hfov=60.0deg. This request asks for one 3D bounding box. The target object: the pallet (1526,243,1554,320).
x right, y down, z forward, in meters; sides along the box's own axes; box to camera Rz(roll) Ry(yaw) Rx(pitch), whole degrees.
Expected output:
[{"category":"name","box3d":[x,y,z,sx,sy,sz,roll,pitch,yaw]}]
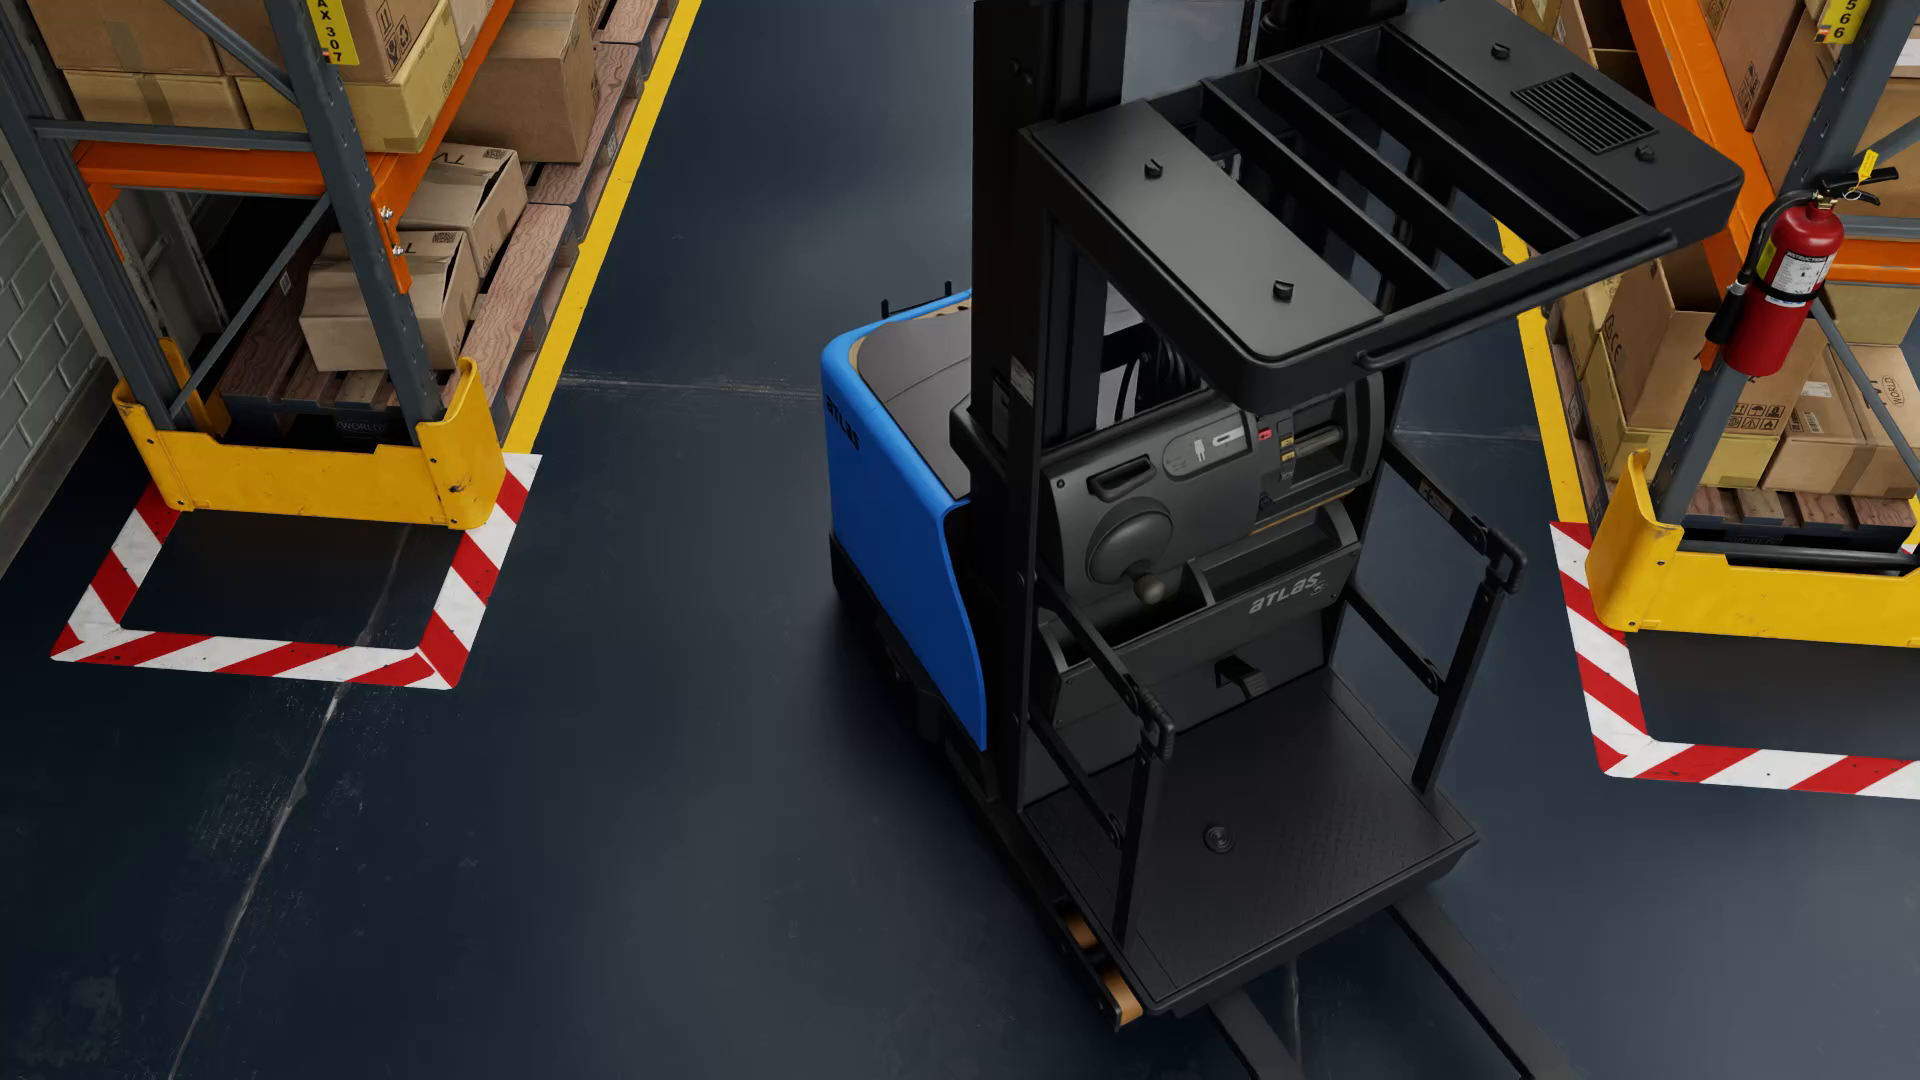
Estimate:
[{"category":"pallet","box3d":[2.847,-1.341,6.833,1.003,0.211,1.213,4,48,4]}]

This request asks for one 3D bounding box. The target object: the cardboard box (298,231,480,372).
[{"category":"cardboard box","box3d":[-2.076,-0.897,6.062,0.500,0.311,0.500,-1,48,-1]}]

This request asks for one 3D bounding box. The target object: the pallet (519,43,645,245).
[{"category":"pallet","box3d":[-1.998,-1.757,7.214,1.003,0.211,1.213,4,48,4]}]

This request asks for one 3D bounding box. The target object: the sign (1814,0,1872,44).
[{"category":"sign","box3d":[2.166,-1.341,3.998,0.100,0.325,0.005,4,48,4]}]

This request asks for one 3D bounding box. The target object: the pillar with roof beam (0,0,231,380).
[{"category":"pillar with roof beam","box3d":[1.261,-3.462,2.818,9.100,9.000,0.400,4,48,4]}]

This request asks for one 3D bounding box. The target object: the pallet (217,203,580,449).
[{"category":"pallet","box3d":[-2.112,-0.863,6.396,1.003,0.211,1.213,4,48,4]}]

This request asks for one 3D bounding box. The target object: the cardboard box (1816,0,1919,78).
[{"category":"cardboard box","box3d":[2.550,-1.370,4.463,0.380,0.149,0.250,3,48,3]}]

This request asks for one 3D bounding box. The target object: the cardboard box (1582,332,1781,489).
[{"category":"cardboard box","box3d":[2.460,-0.451,5.709,0.500,0.250,0.500,4,48,4]}]

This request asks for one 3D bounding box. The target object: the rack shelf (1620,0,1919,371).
[{"category":"rack shelf","box3d":[2.887,-2.050,6.080,1.077,0.370,4.000,4,48,4]}]

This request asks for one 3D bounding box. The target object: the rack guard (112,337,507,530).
[{"category":"rack guard","box3d":[-2.221,-0.366,5.746,1.175,0.500,0.348,4,48,4]}]

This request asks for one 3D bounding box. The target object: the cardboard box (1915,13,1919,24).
[{"category":"cardboard box","box3d":[2.765,-1.676,4.303,0.700,0.500,0.500,4,48,4]}]

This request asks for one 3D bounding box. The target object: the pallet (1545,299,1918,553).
[{"category":"pallet","box3d":[2.733,-0.447,6.016,1.003,0.211,1.213,4,48,4]}]

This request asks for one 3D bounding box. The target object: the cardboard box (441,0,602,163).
[{"category":"cardboard box","box3d":[-1.907,-1.916,6.865,0.700,0.500,0.500,1,48,1]}]

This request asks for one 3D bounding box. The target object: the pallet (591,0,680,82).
[{"category":"pallet","box3d":[-1.890,-2.656,8.036,1.003,0.211,1.213,4,48,4]}]

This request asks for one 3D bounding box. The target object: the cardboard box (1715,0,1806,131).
[{"category":"cardboard box","box3d":[2.803,-1.586,5.100,0.700,0.500,0.500,5,48,5]}]

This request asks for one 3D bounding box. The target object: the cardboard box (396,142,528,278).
[{"category":"cardboard box","box3d":[-2.024,-1.316,6.445,0.500,0.311,0.500,7,48,7]}]

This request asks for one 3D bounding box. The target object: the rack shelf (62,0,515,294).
[{"category":"rack shelf","box3d":[-2.046,-2.381,6.382,1.077,0.370,4.000,4,48,4]}]

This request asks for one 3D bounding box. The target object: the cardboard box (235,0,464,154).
[{"category":"cardboard box","box3d":[-1.868,-1.447,5.129,0.500,0.250,0.500,3,48,2]}]

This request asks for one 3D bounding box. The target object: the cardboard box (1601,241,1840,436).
[{"category":"cardboard box","box3d":[2.458,-0.704,5.432,0.500,0.500,0.500,4,48,4]}]

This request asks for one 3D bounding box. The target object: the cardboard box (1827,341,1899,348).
[{"category":"cardboard box","box3d":[3.017,-0.784,6.013,0.500,0.250,0.500,4,48,4]}]

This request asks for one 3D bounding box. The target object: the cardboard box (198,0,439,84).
[{"category":"cardboard box","box3d":[-1.885,-1.694,4.846,0.500,0.500,0.500,4,48,4]}]

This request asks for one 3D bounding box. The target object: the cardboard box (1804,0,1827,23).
[{"category":"cardboard box","box3d":[2.573,-1.562,4.639,0.380,0.149,0.250,5,48,5]}]

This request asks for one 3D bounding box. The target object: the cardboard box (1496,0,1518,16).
[{"category":"cardboard box","box3d":[2.675,-2.289,7.390,0.500,0.250,0.500,4,48,4]}]

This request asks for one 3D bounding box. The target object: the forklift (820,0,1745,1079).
[{"category":"forklift","box3d":[0.728,-0.060,3.819,1.130,2.935,3.031,-22,51,-19]}]

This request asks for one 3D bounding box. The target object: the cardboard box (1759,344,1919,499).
[{"category":"cardboard box","box3d":[2.976,-0.416,5.677,0.500,0.250,0.500,4,48,4]}]

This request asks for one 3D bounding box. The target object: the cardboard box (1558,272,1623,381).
[{"category":"cardboard box","box3d":[2.493,-0.819,6.045,0.500,0.250,0.500,4,48,4]}]

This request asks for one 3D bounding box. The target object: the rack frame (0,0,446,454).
[{"category":"rack frame","box3d":[-2.228,-1.154,4.772,1.000,3.000,0.127,4,48,4]}]

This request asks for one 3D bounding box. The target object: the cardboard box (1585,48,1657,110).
[{"category":"cardboard box","box3d":[2.534,-1.440,6.105,0.500,0.500,0.500,4,48,4]}]

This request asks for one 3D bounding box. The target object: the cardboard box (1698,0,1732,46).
[{"category":"cardboard box","box3d":[2.854,-1.950,5.433,0.700,0.500,0.500,4,48,4]}]

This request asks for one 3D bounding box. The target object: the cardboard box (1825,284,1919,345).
[{"category":"cardboard box","box3d":[3.019,-1.037,5.736,0.500,0.500,0.500,4,48,4]}]

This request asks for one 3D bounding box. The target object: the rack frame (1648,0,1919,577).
[{"category":"rack frame","box3d":[2.705,-0.823,4.470,1.000,3.000,0.127,4,48,4]}]

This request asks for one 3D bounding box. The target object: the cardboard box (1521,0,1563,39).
[{"category":"cardboard box","box3d":[2.625,-2.175,6.777,0.500,0.500,0.500,4,48,4]}]

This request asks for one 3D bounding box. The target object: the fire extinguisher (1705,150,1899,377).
[{"category":"fire extinguisher","box3d":[2.232,-0.742,4.448,0.296,0.674,0.183,4,48,4]}]

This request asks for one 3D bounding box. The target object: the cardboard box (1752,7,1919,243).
[{"category":"cardboard box","box3d":[2.760,-1.199,4.746,0.700,0.500,0.500,4,48,4]}]

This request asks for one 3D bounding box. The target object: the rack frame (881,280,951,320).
[{"category":"rack frame","box3d":[-0.138,-0.484,5.583,0.240,0.900,0.006,-19,50,-16]}]

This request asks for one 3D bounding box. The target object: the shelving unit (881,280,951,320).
[{"category":"shelving unit","box3d":[-0.096,-0.416,5.520,0.258,0.900,0.210,-19,50,-16]}]

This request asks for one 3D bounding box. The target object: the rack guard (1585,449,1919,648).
[{"category":"rack guard","box3d":[2.703,0.038,5.377,1.175,0.500,0.348,4,48,4]}]

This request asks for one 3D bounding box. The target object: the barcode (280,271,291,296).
[{"category":"barcode","box3d":[-2.472,-0.940,6.095,0.001,0.075,0.075,4,48,4]}]

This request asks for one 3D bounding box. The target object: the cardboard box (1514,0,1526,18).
[{"category":"cardboard box","box3d":[2.678,-2.542,7.113,0.500,0.500,0.500,4,48,4]}]

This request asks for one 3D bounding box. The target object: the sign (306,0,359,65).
[{"category":"sign","box3d":[-1.688,-1.410,4.420,0.100,0.325,0.005,4,48,4]}]

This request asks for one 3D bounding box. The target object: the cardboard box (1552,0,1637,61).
[{"category":"cardboard box","box3d":[2.581,-1.807,6.441,0.500,0.500,0.500,4,48,4]}]

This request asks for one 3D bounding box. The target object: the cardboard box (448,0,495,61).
[{"category":"cardboard box","box3d":[-1.835,-1.830,5.479,0.500,0.250,0.500,3,48,2]}]

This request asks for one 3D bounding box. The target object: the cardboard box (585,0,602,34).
[{"category":"cardboard box","box3d":[-1.919,-2.633,7.521,0.500,0.500,0.500,1,48,1]}]

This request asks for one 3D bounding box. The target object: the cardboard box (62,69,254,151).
[{"category":"cardboard box","box3d":[-2.379,-1.466,5.147,0.500,0.250,0.500,4,48,4]}]

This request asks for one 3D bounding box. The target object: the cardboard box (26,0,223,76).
[{"category":"cardboard box","box3d":[-2.397,-1.724,4.874,0.500,0.500,0.500,3,48,3]}]
